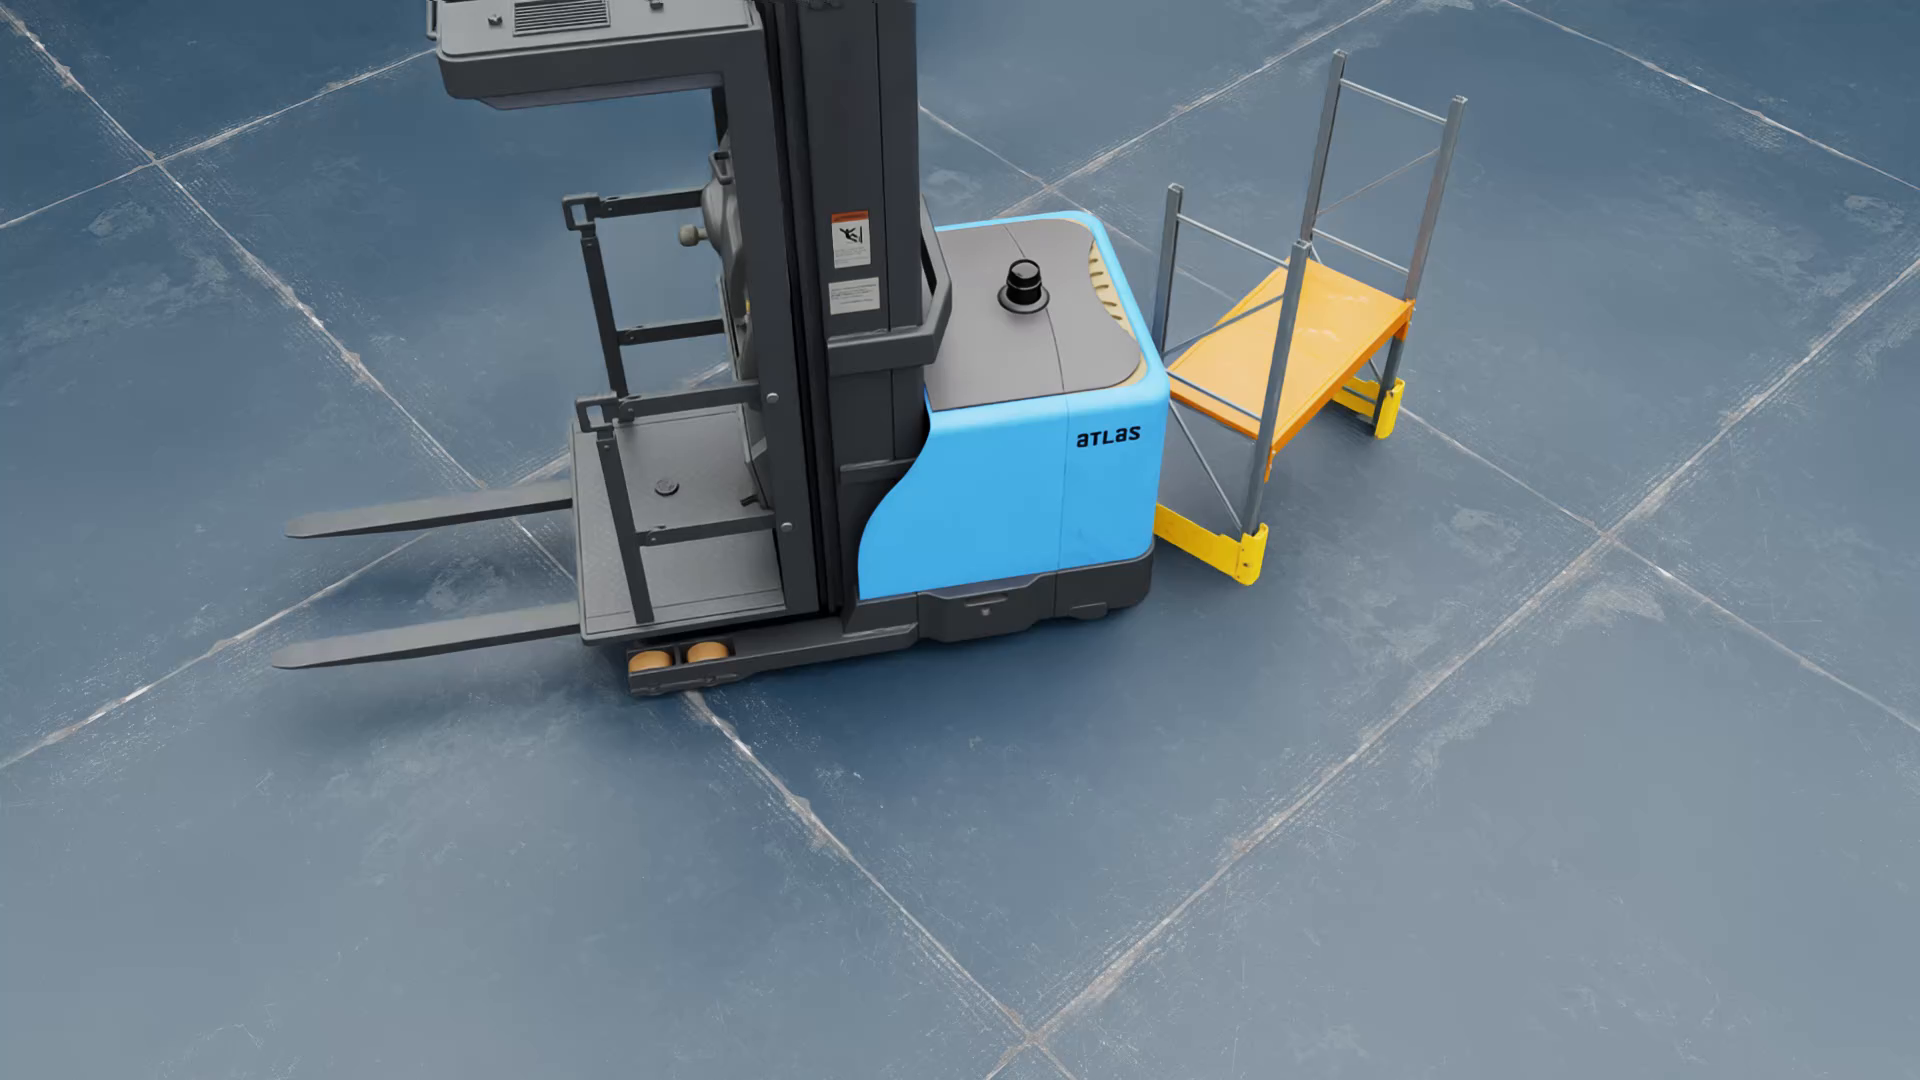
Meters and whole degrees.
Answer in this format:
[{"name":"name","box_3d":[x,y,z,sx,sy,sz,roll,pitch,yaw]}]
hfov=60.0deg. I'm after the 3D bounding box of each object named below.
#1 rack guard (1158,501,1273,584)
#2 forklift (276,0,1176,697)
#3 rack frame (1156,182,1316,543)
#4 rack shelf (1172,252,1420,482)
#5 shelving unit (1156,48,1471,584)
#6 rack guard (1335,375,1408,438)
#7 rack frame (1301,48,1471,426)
[{"name":"rack guard","box_3d":[0.875,-0.075,6.149,0.587,0.250,0.087,31,54,25]},{"name":"forklift","box_3d":[-0.868,-0.884,5.071,3.031,2.935,1.130,-8,48,-8]},{"name":"rack frame","box_3d":[0.874,-0.498,5.689,0.500,1.500,0.032,31,54,25]},{"name":"rack shelf","box_3d":[1.193,-0.667,6.090,0.538,0.185,1.000,31,54,25]},{"name":"shelving unit","box_3d":[1.187,-0.784,5.953,0.587,1.500,1.083,31,54,25]},{"name":"rack guard","box_3d":[1.500,-0.645,6.675,0.587,0.250,0.087,31,54,25]},{"name":"rack frame","box_3d":[1.512,-1.080,6.226,0.500,1.500,0.032,31,54,25]}]
